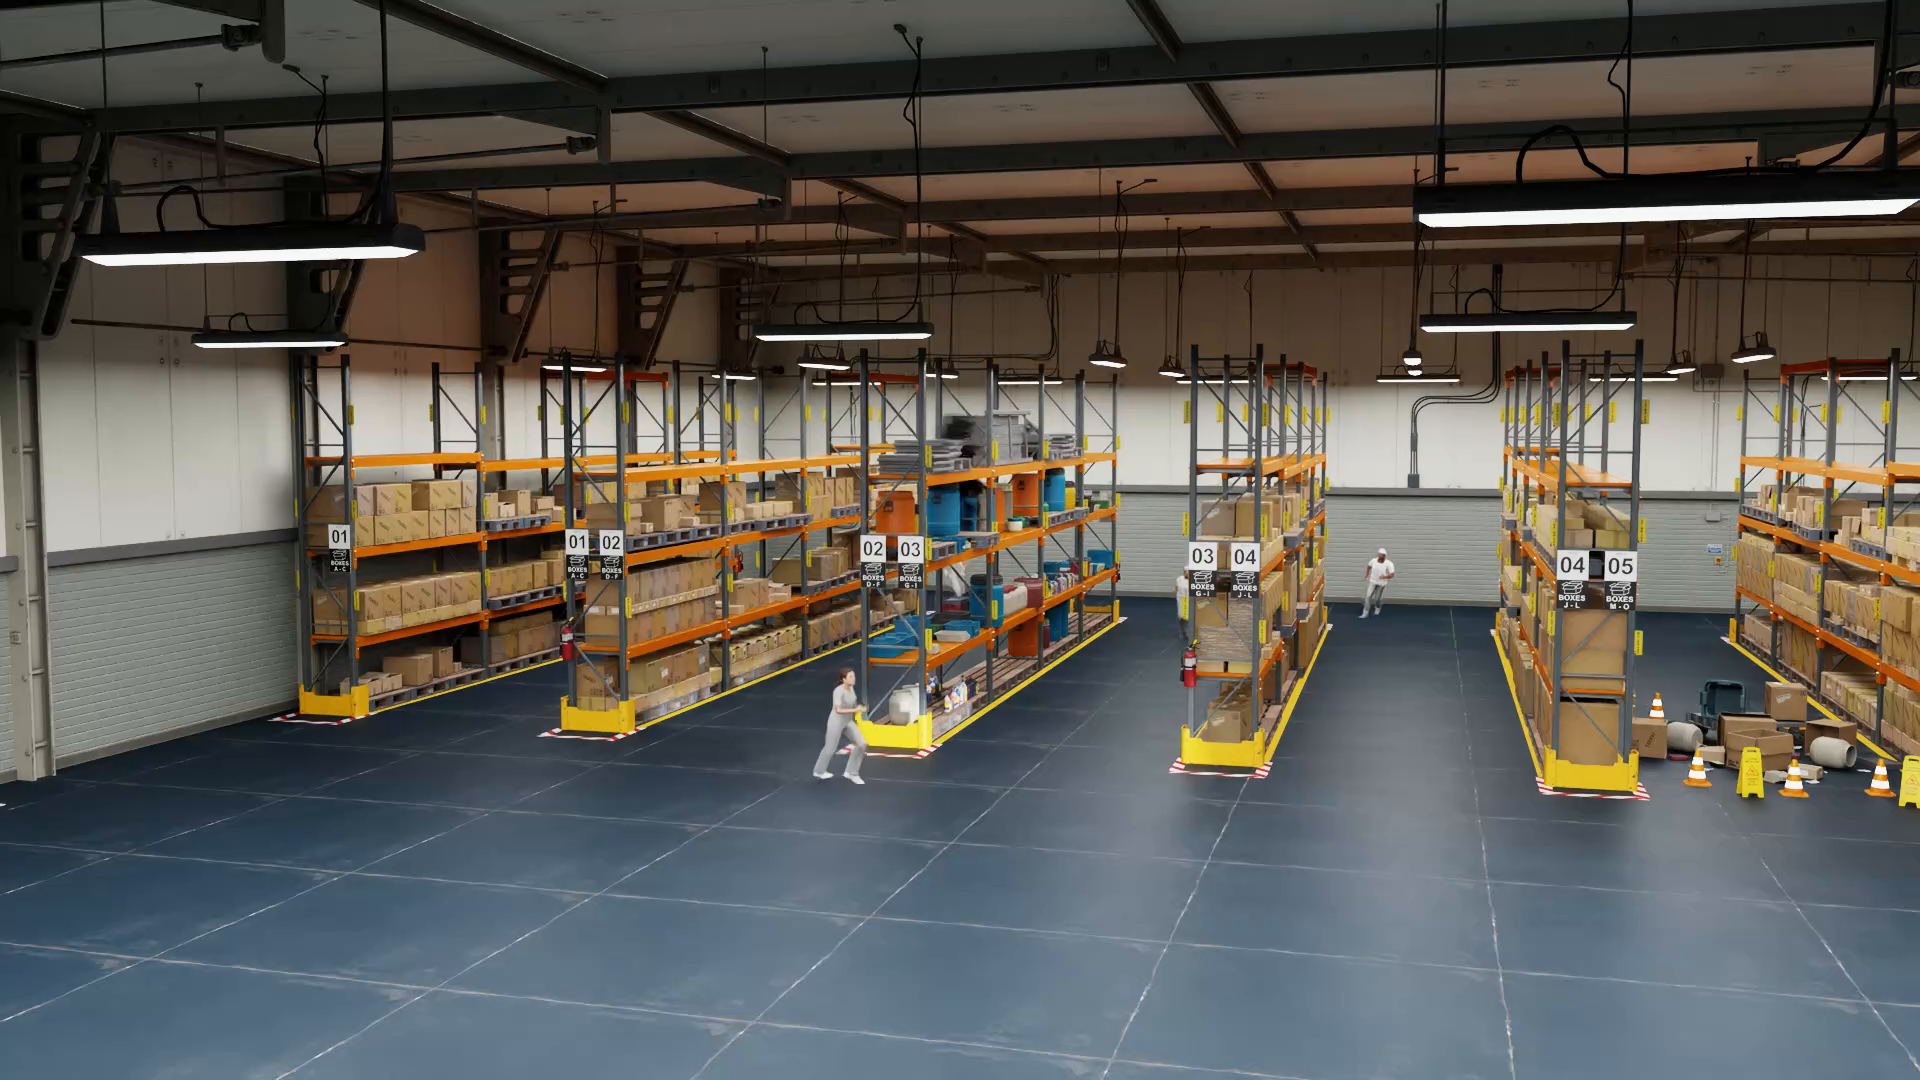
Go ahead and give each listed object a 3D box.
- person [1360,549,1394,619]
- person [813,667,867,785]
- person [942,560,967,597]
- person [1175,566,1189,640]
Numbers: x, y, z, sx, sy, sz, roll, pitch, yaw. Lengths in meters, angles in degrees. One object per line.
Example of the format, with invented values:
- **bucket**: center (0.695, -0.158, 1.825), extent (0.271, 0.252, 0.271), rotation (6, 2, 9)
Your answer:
- **person**: center (10.298, 1.058, 40.865), extent (0.744, 1.717, 0.953), rotation (3, 5, 31)
- **person**: center (-1.618, 2.501, 22.451), extent (0.928, 1.613, 0.494), rotation (3, 5, 39)
- **person**: center (-0.104, 0.955, 42.180), extent (0.640, 1.770, 0.937), rotation (-1, 4, -17)
- **person**: center (5.069, 1.409, 37.187), extent (0.508, 1.684, 0.800), rotation (0, 4, 6)
